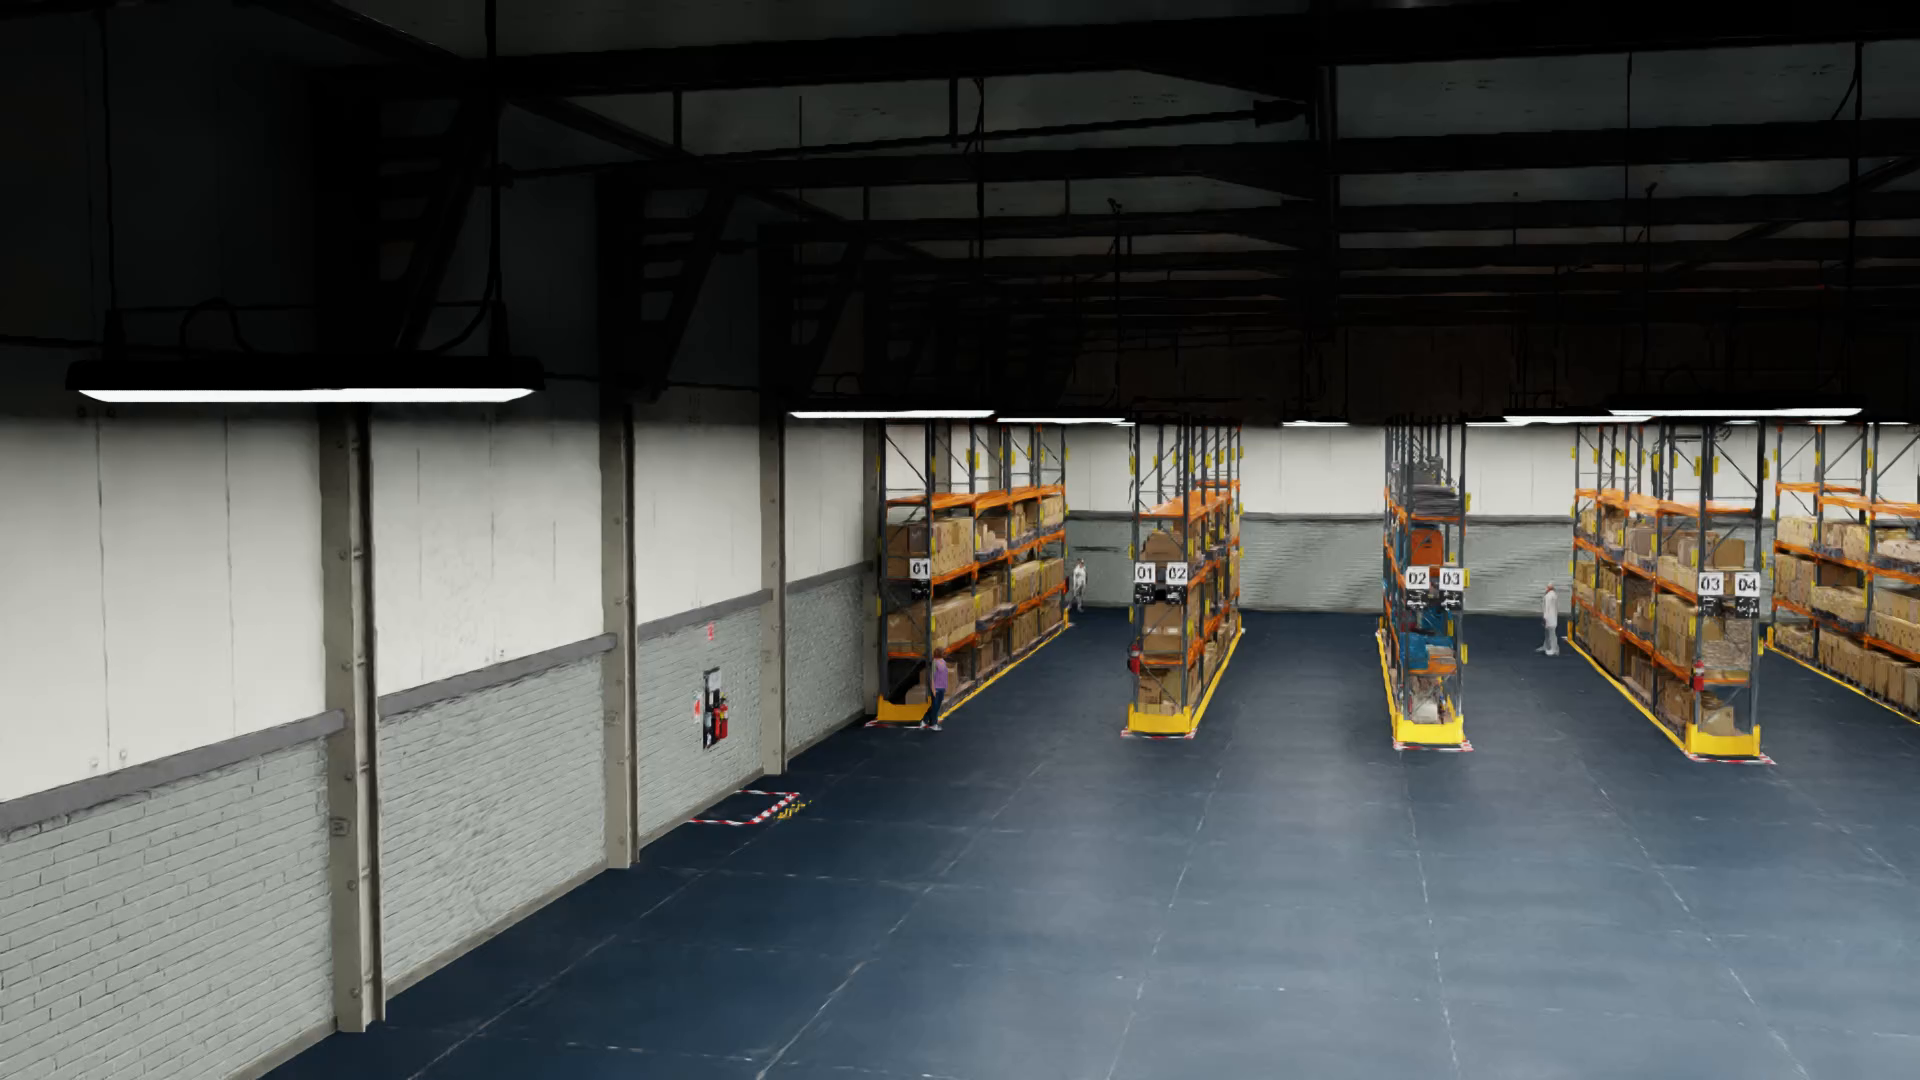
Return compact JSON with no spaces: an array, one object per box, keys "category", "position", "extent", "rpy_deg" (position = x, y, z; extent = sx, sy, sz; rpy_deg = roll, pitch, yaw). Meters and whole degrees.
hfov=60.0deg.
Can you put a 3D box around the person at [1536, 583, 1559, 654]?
[{"category":"person","position":[14.890,1.970,42.092],"extent":[0.647,1.773,0.690],"rpy_deg":[3,5,34]}]

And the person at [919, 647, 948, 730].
[{"category":"person","position":[-0.496,2.801,31.319],"extent":[0.428,1.588,0.574],"rpy_deg":[3,5,37]}]

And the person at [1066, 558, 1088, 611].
[{"category":"person","position":[3.632,1.394,51.776],"extent":[0.654,1.661,0.502],"rpy_deg":[-2,4,-28]}]
